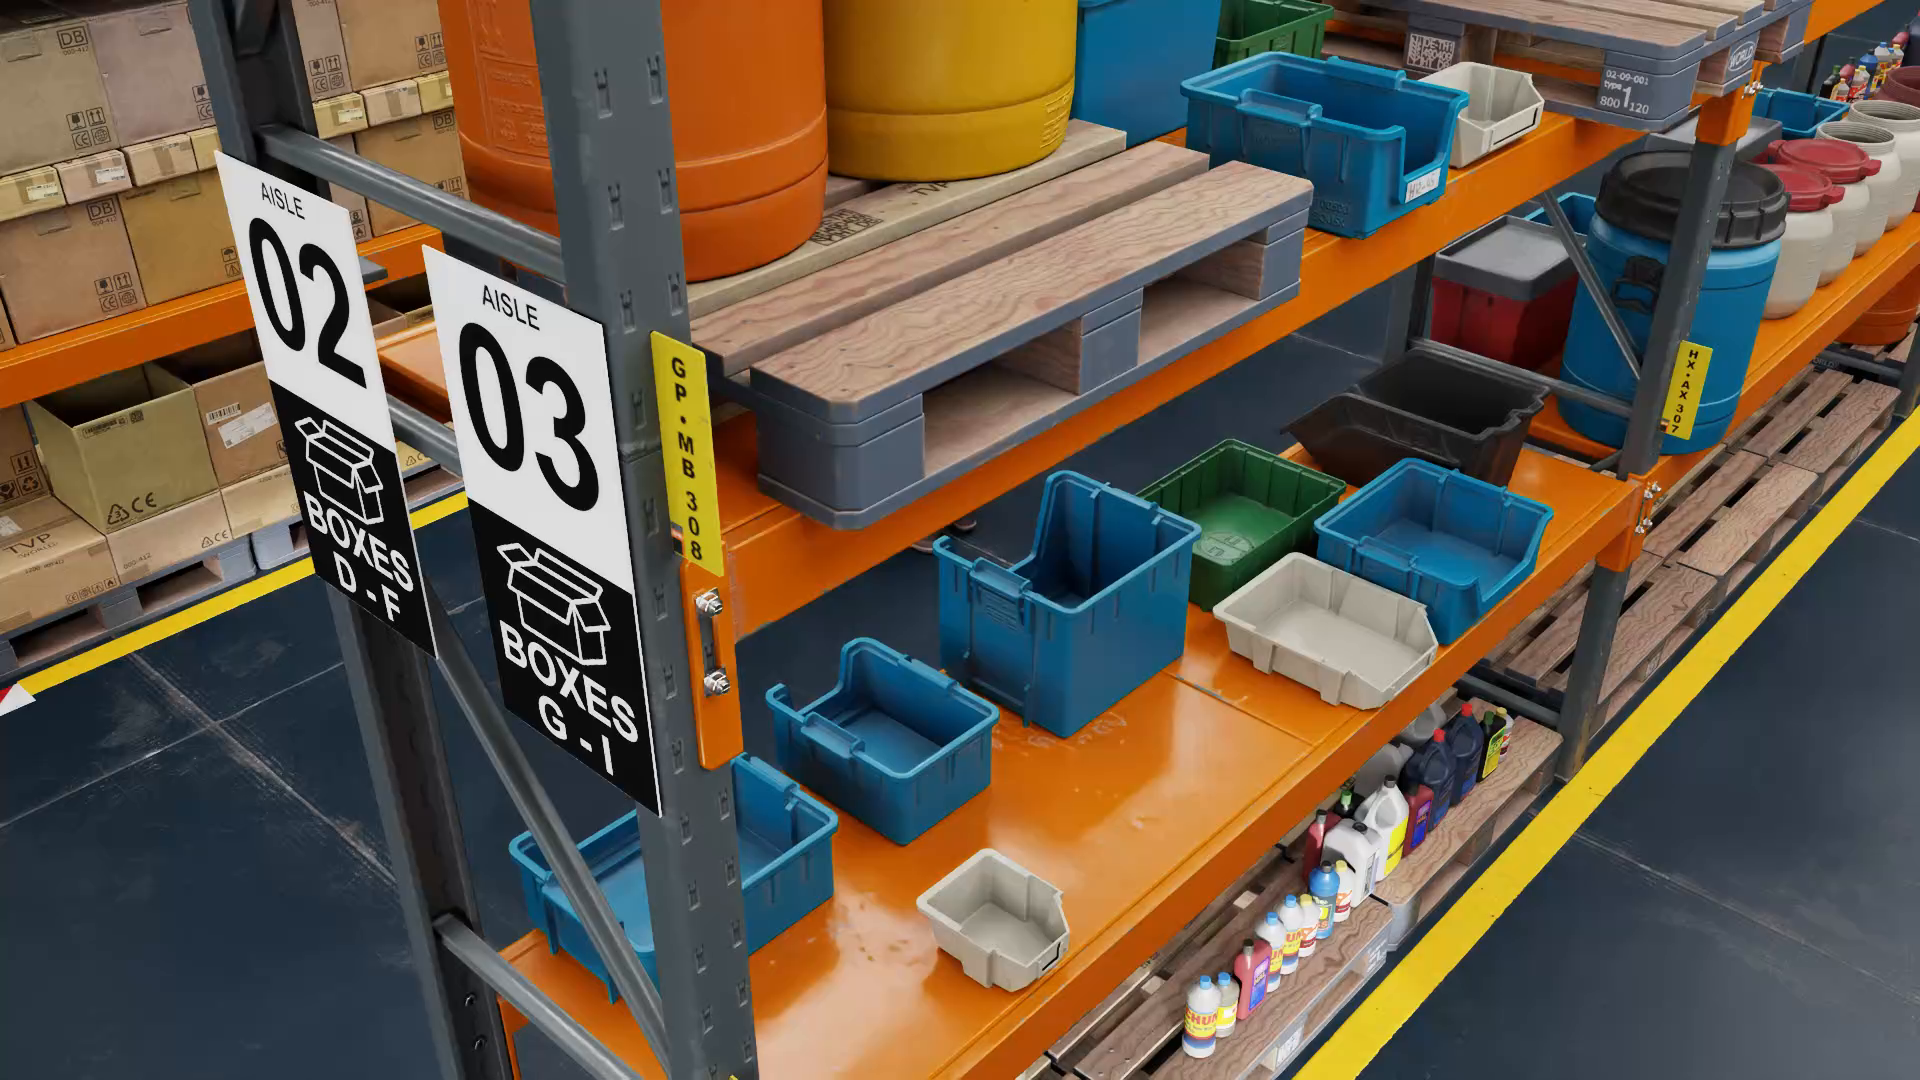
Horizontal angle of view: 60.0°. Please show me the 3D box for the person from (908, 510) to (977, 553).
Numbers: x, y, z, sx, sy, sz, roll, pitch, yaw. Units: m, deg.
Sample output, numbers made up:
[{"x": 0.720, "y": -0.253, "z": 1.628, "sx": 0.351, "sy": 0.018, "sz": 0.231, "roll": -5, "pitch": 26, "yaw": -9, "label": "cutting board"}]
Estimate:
[{"x": -0.120, "y": -0.728, "z": 7.324, "sx": 0.344, "sy": 1.657, "sz": 0.500, "roll": 24, "pitch": 39, "yaw": 34, "label": "person"}]
